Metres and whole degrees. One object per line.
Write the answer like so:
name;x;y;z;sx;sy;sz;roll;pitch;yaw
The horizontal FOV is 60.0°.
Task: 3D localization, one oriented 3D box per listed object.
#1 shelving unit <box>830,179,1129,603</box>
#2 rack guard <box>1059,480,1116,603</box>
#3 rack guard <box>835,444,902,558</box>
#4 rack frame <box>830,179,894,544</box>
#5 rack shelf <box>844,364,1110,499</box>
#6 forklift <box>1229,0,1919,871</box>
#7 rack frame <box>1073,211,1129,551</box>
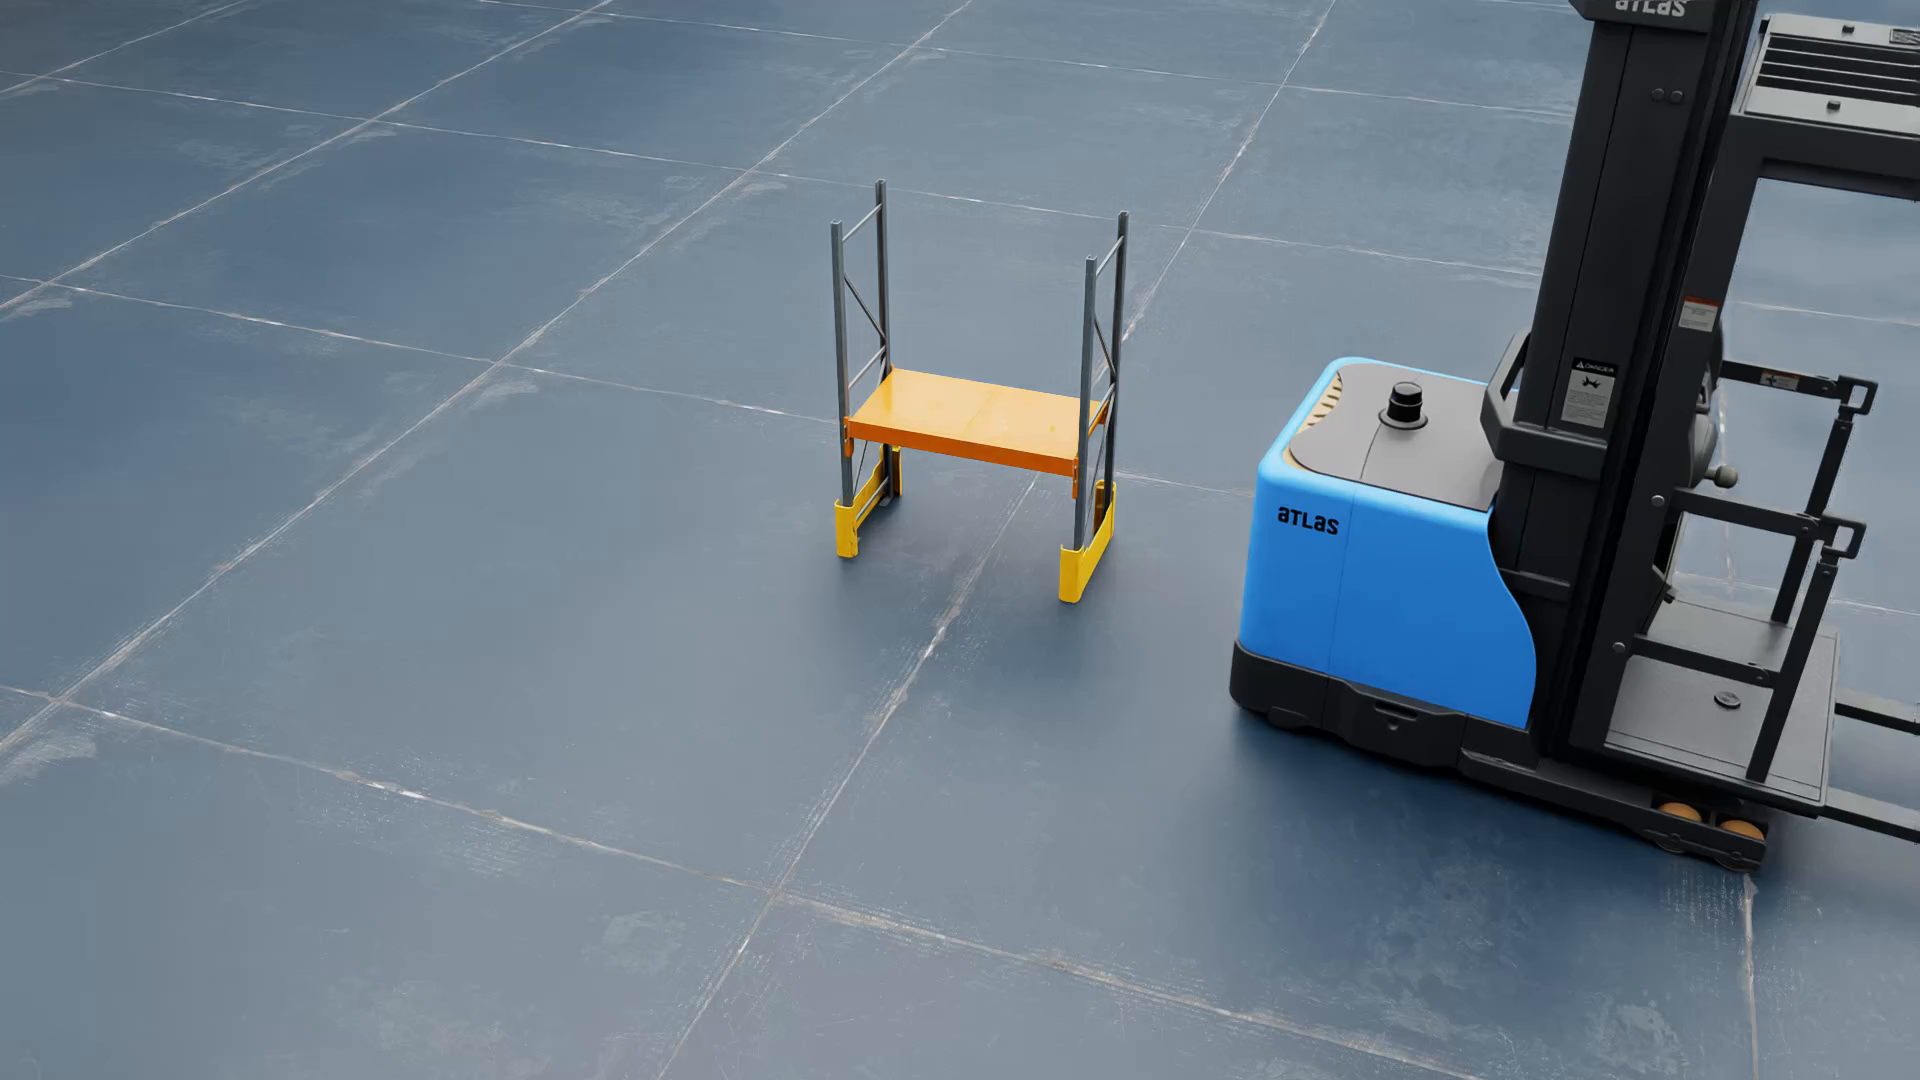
shelving unit;0.072;-0.616;6.822;1.083;1.500;0.587;11;34;16
rack guard;0.541;0.000;7.019;0.087;0.250;0.587;11;34;16
rack guard;-0.397;-0.182;7.302;0.087;0.250;0.587;11;34;16
rack frame;-0.398;-0.708;6.963;0.032;1.500;0.500;11;34;16
rack shelf;0.080;-0.463;6.917;1.000;0.185;0.538;11;34;16
forklift;2.562;-0.460;5.260;3.031;2.935;1.130;15;36;22
rack frame;0.559;-0.521;6.675;0.032;1.500;0.500;11;34;16
